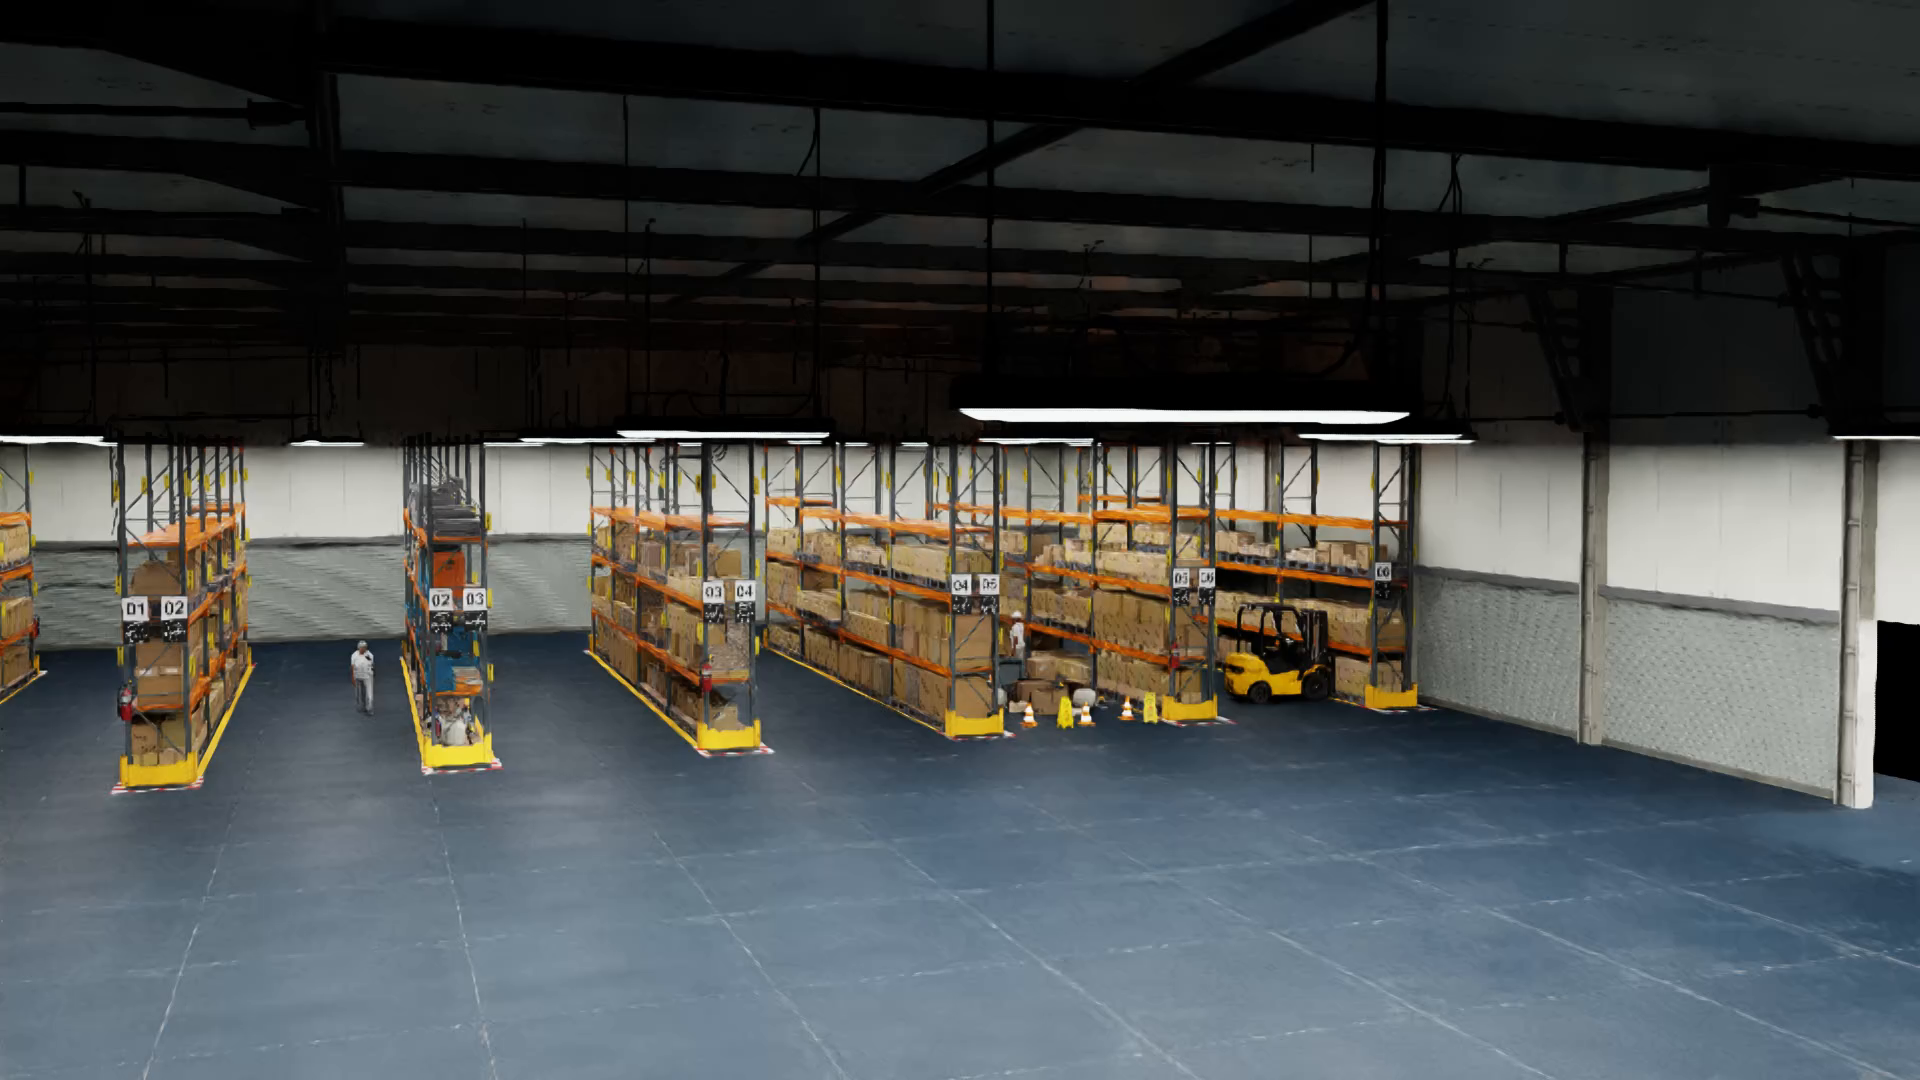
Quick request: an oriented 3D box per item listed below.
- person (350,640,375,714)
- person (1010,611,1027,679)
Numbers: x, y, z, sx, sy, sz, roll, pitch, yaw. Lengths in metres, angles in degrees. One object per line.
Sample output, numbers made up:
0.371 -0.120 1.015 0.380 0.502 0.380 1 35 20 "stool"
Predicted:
-12.848 2.935 35.773 0.497 1.583 1.090 -1 3 -18 "person"
1.343 2.598 40.231 0.585 1.763 0.682 0 3 6 "person"
